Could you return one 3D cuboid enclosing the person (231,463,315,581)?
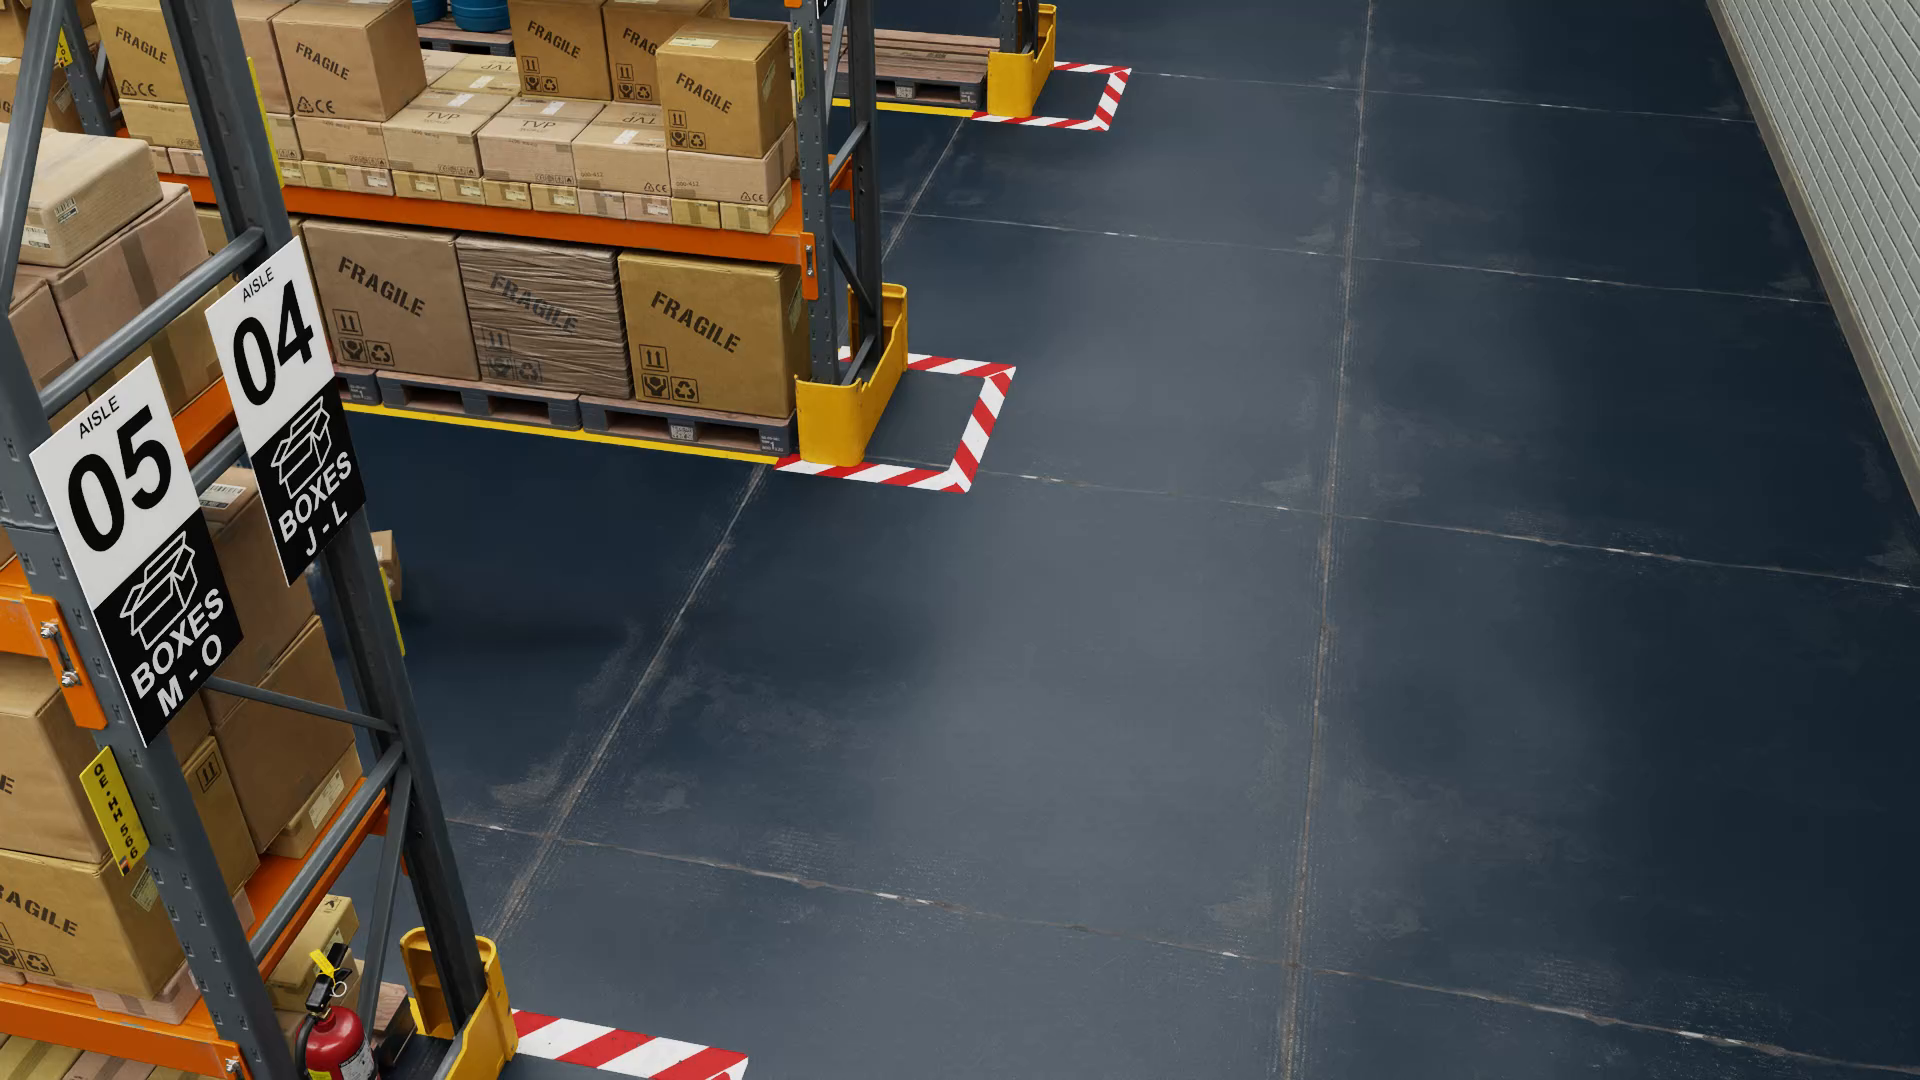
[{"bbox_3d":[-3.329,-0.258,7.301,0.646,1.707,0.539,-1,36,-1],"label":"person"}]
